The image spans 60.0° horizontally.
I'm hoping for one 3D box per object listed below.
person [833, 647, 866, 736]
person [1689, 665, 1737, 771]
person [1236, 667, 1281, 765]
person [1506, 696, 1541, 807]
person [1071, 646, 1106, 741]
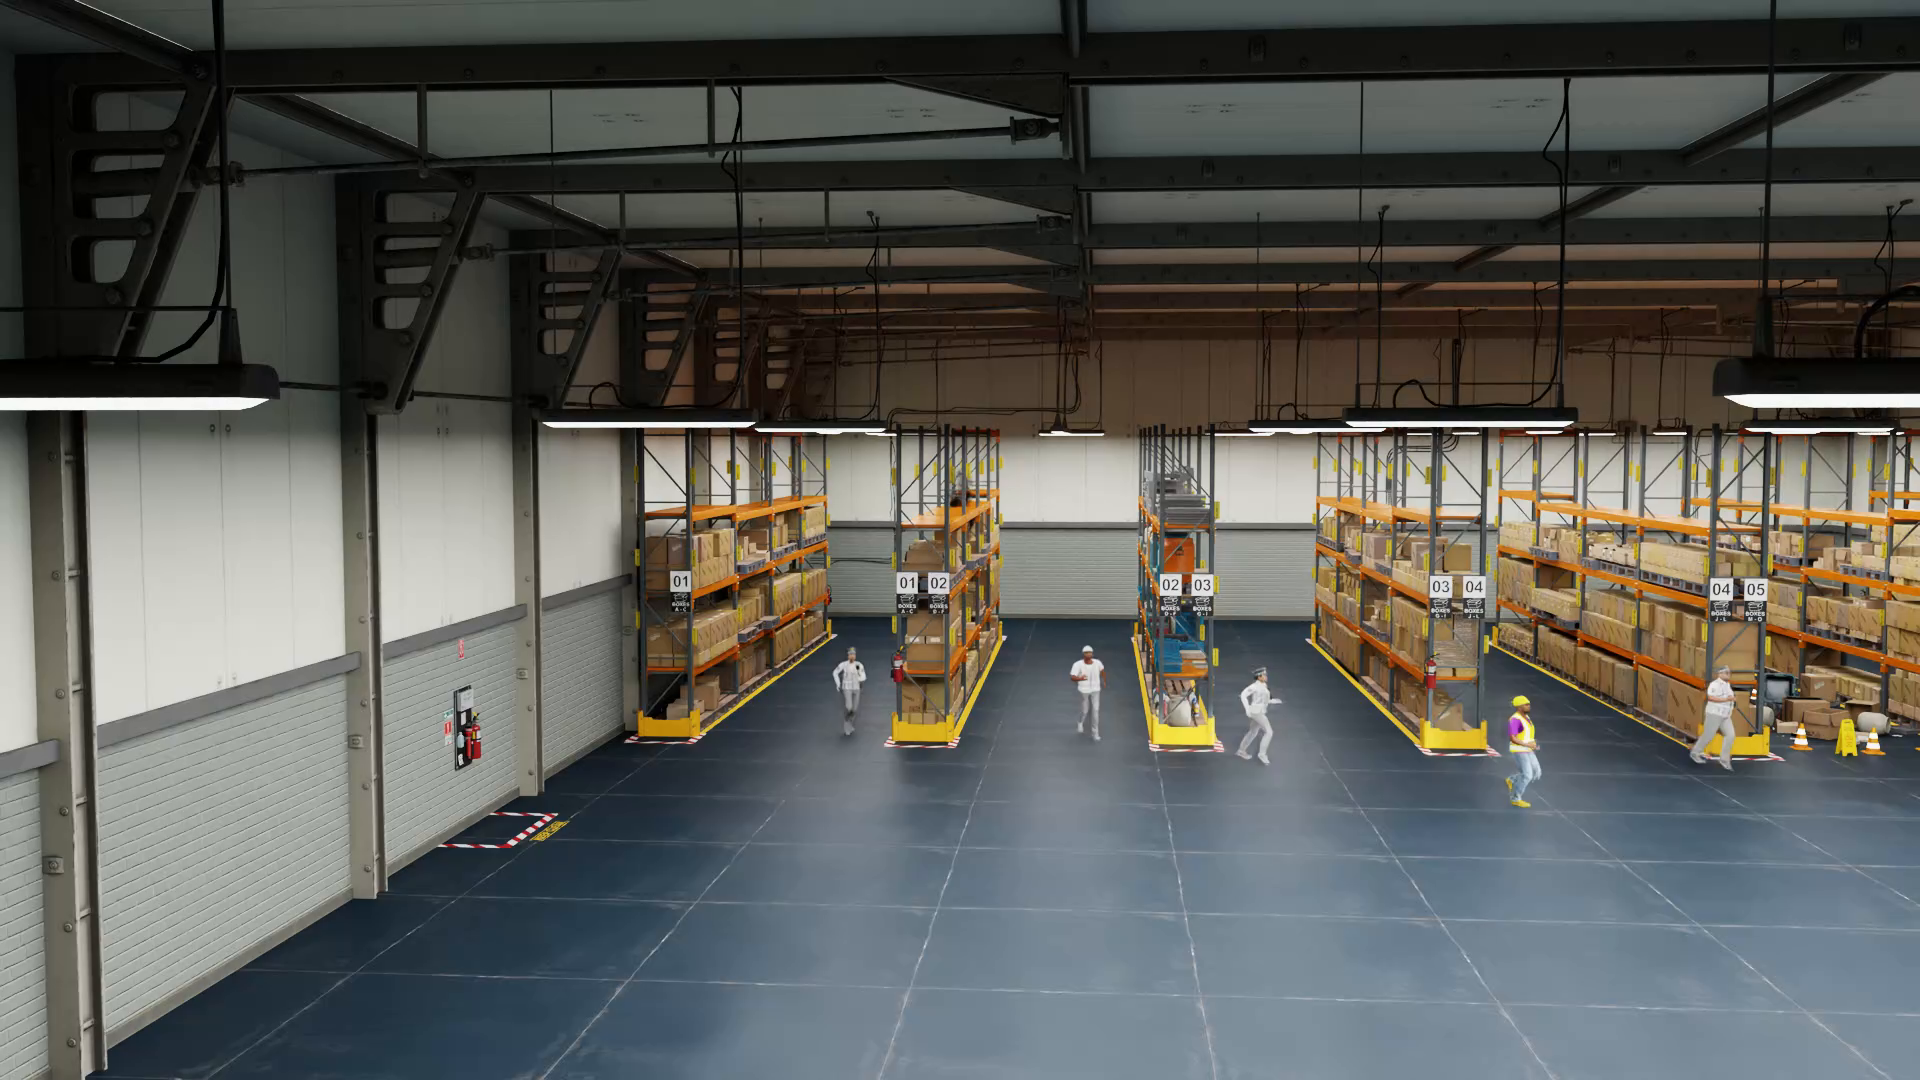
[{"bbox_3d":[-2.104,2.922,32.131,0.578,1.711,0.690,-1,4,-20],"label":"person"},{"bbox_3d":[13.218,3.084,29.015,0.660,1.856,0.780,-2,4,-33],"label":"person"},{"bbox_3d":[5.261,3.099,29.308,0.810,1.739,0.562,2,4,24],"label":"person"},{"bbox_3d":[8.768,3.288,25.897,0.582,1.720,0.700,3,4,36],"label":"person"},{"bbox_3d":[2.473,2.895,31.783,0.707,1.741,1.027,0,3,-5],"label":"person"}]
